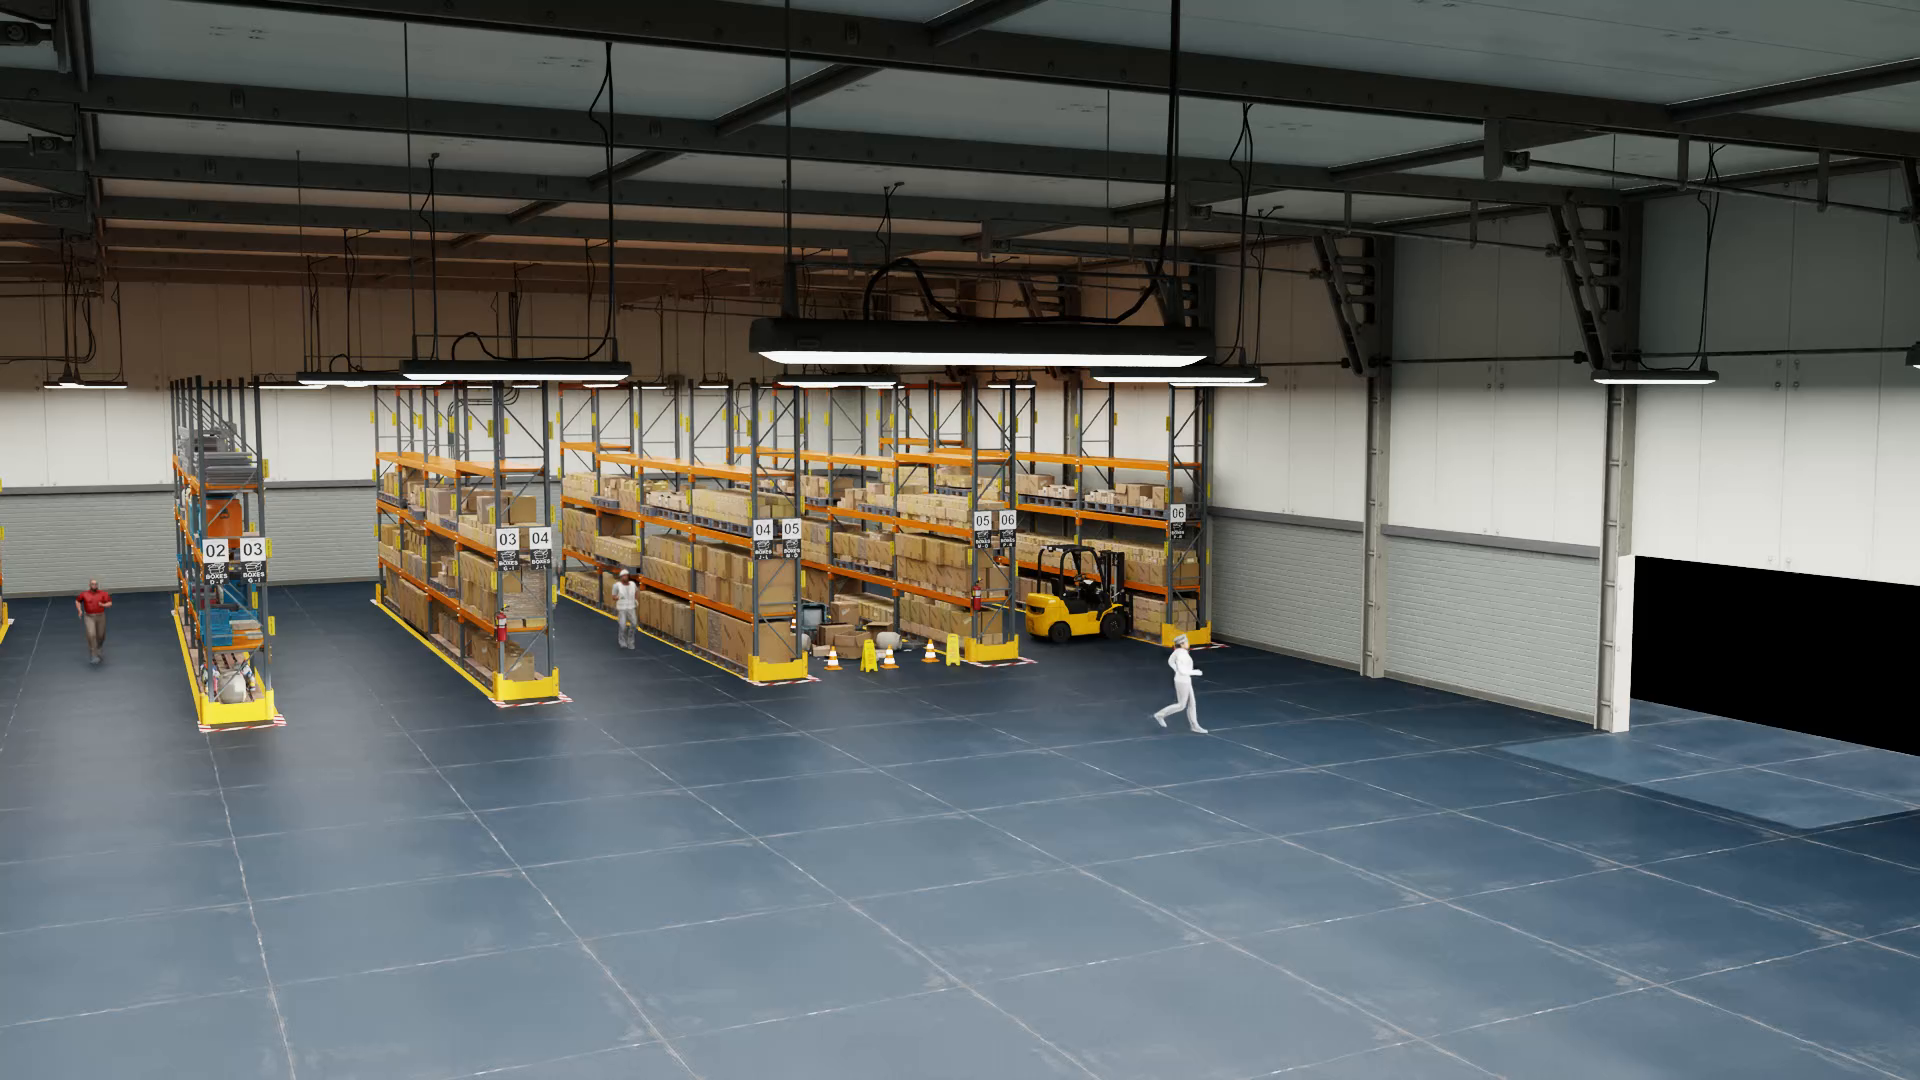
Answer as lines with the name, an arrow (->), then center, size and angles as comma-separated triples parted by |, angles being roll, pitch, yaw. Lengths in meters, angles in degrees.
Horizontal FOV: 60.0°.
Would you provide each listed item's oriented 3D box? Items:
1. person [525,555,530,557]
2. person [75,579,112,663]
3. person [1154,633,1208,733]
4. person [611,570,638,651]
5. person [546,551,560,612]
person -> -12.332, 0.722, 46.466 | 0.761, 1.789, 0.843 | -1, 5, -8
person -> -18.415, 1.694, 35.412 | 0.658, 1.728, 0.976 | -4, 6, -37
person -> 3.705, 2.401, 27.850 | 0.901, 1.692, 0.616 | 1, 5, 6
person -> -7.394, 1.559, 36.901 | 0.659, 1.807, 0.685 | -2, 6, -25
person -> -10.736, 1.052, 43.630 | 0.560, 1.613, 0.788 | -3, 6, -29
